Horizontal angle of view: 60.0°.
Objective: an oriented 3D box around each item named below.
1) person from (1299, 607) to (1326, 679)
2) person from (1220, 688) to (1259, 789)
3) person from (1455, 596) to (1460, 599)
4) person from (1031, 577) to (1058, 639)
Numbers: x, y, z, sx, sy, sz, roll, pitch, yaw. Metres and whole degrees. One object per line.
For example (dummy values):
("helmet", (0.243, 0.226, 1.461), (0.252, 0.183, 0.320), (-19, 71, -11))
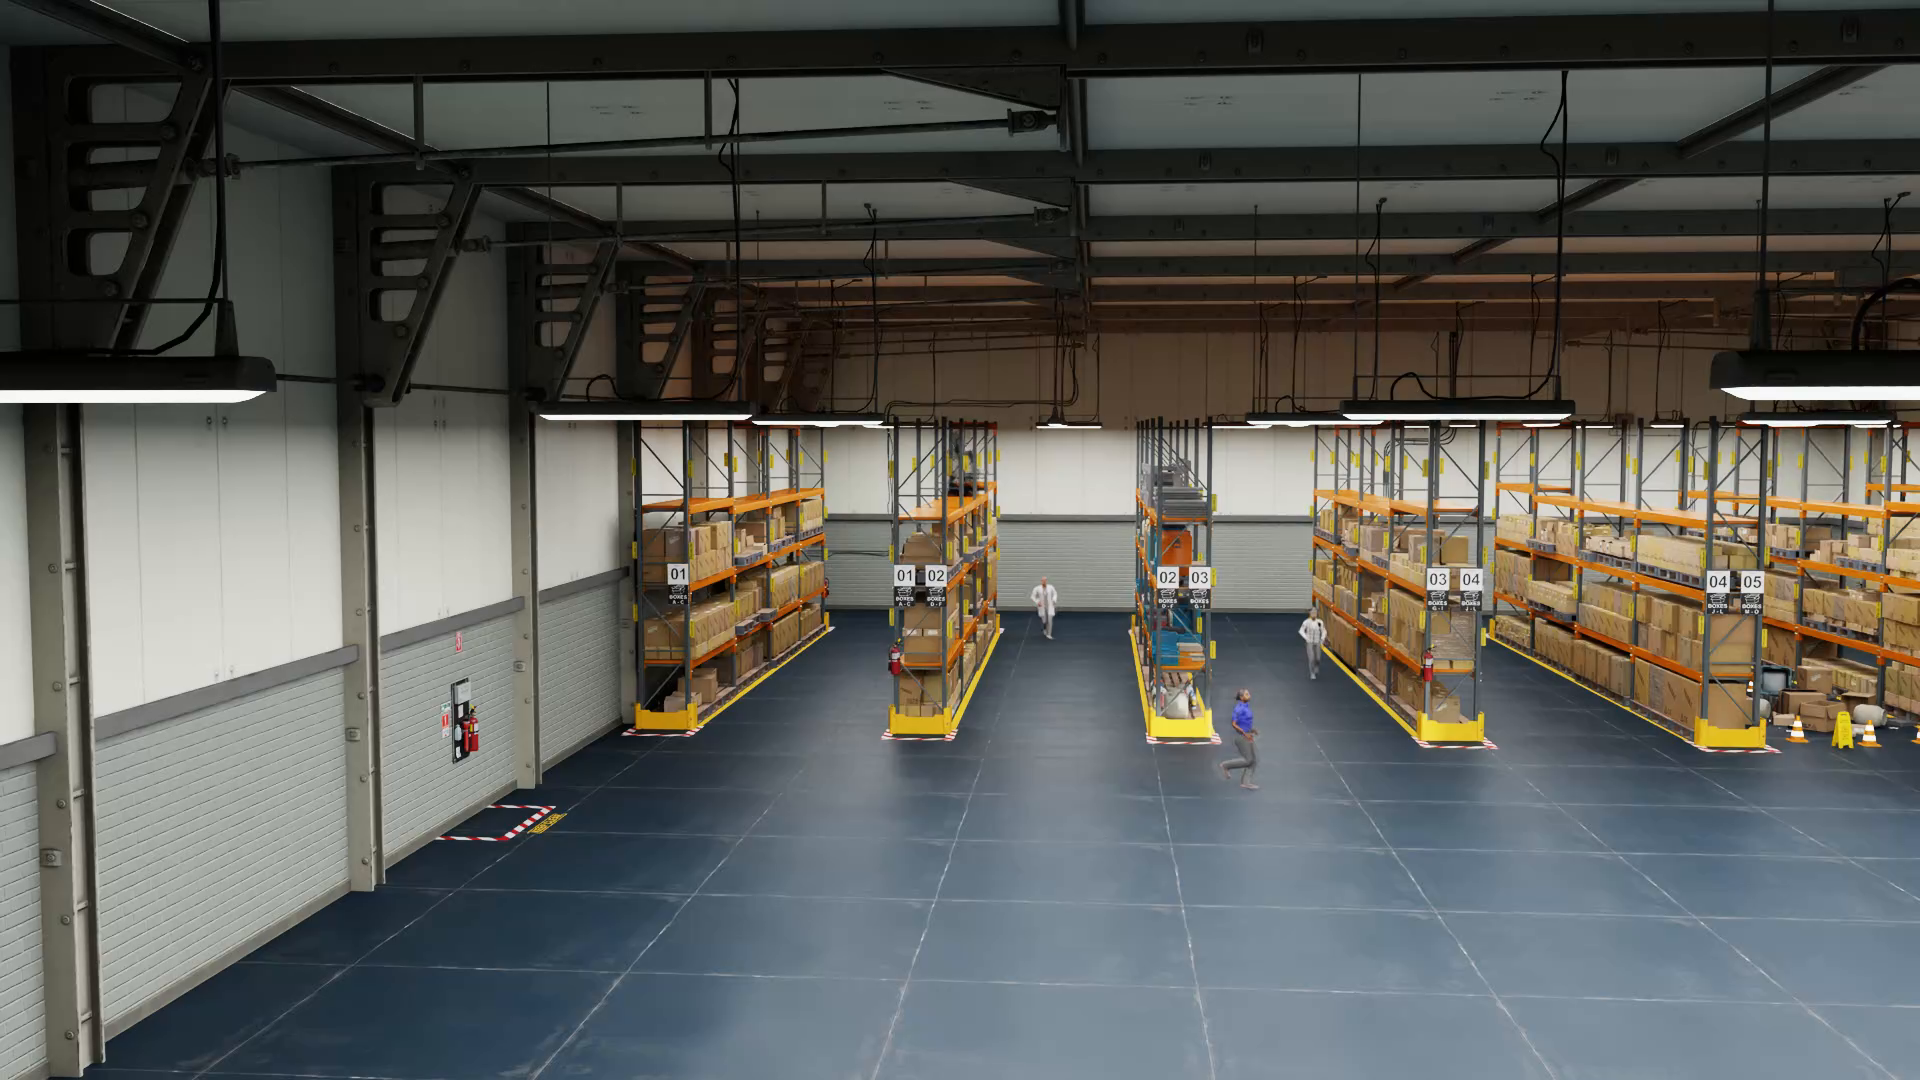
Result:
("person", (8.181, 2.379, 38.546), (0.624, 1.658, 0.532), (0, 4, 6))
("person", (4.506, 3.181, 26.695), (0.612, 1.618, 0.575), (2, 4, 24))
("person", (13.784, 1.852, 47.018), (0.542, 1.675, 0.721), (-2, 4, -28))
("person", (2.347, 1.875, 46.057), (0.735, 1.721, 0.671), (0, 4, -8))
